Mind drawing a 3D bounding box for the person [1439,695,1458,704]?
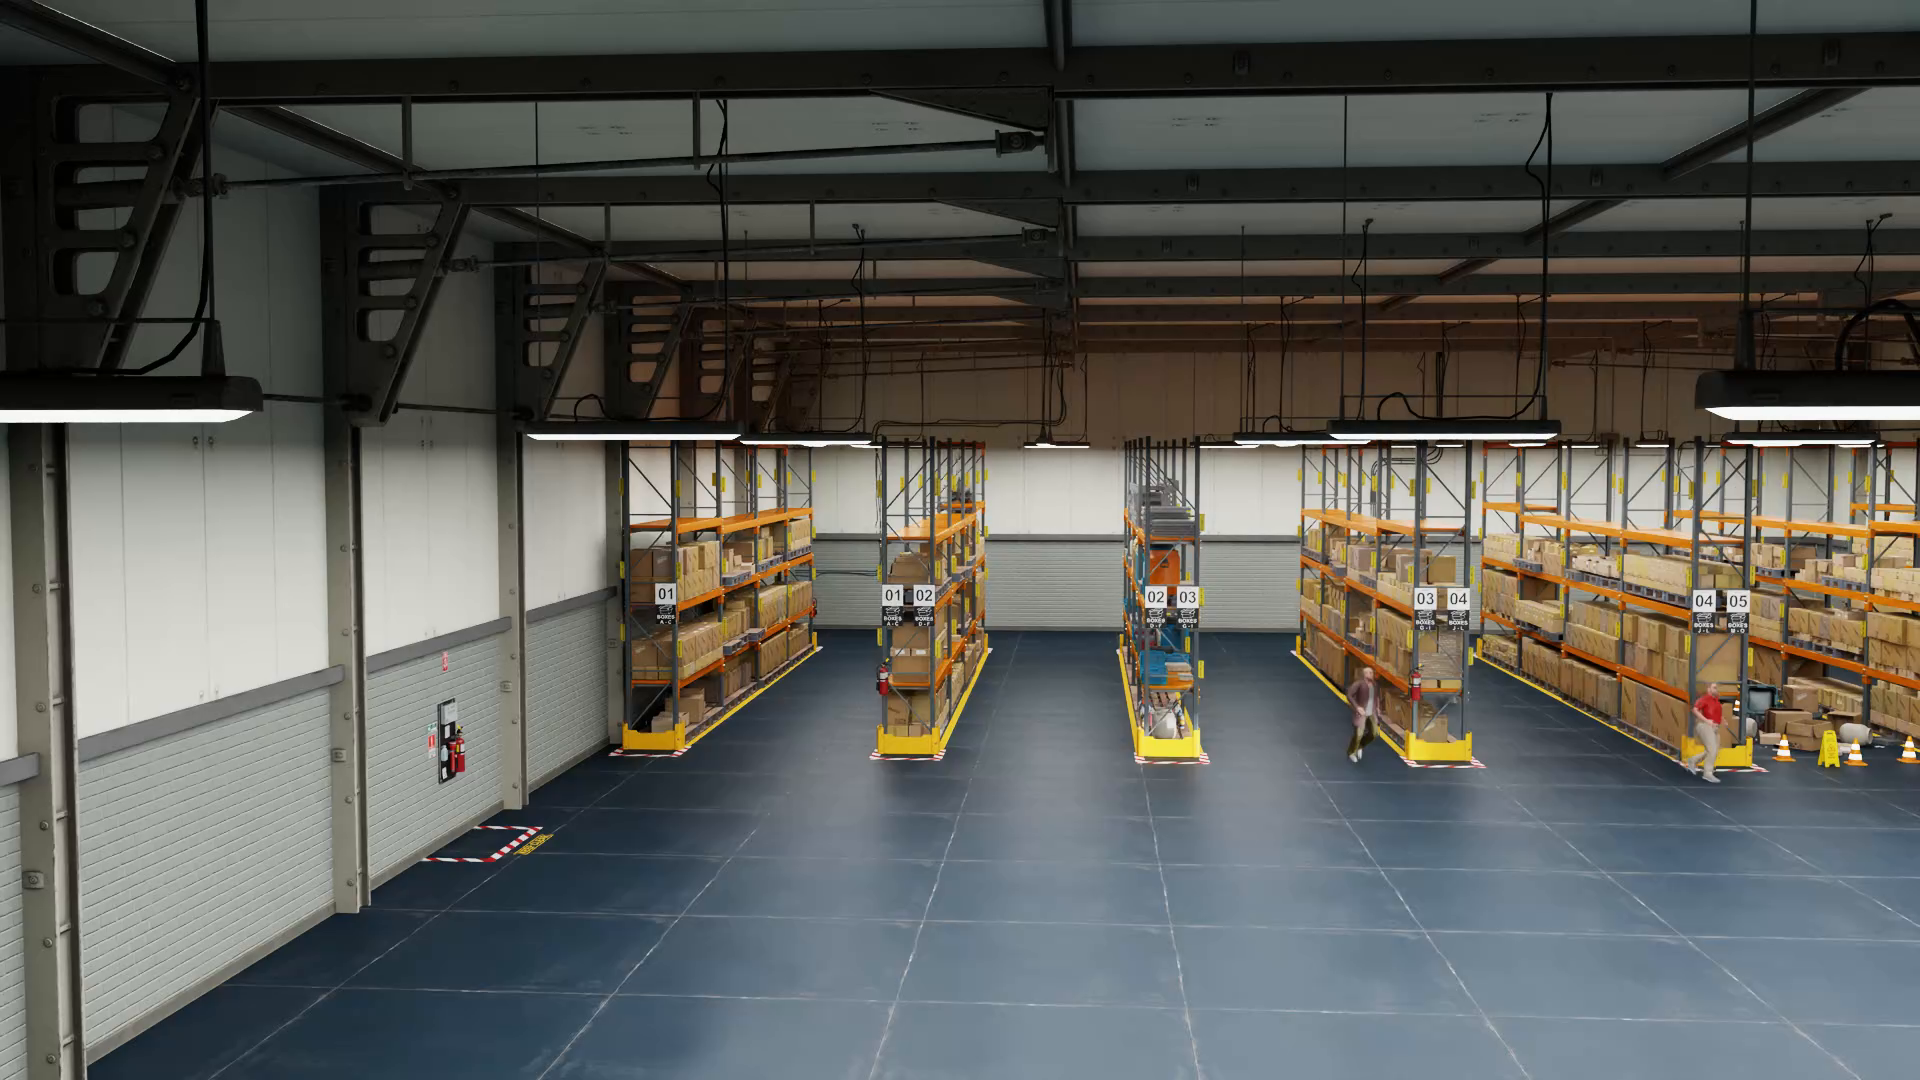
[{"bbox_3d":[11.104,2.825,37.775,0.583,1.673,0.957,0,3,-2],"label":"person"}]

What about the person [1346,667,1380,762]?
[{"bbox_3d":[7.510,3.220,30.733,0.776,1.724,0.582,-1,3,-20],"label":"person"}]

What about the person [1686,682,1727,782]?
[{"bbox_3d":[13.082,3.334,29.096,0.741,1.706,0.691,-2,4,-39],"label":"person"}]
